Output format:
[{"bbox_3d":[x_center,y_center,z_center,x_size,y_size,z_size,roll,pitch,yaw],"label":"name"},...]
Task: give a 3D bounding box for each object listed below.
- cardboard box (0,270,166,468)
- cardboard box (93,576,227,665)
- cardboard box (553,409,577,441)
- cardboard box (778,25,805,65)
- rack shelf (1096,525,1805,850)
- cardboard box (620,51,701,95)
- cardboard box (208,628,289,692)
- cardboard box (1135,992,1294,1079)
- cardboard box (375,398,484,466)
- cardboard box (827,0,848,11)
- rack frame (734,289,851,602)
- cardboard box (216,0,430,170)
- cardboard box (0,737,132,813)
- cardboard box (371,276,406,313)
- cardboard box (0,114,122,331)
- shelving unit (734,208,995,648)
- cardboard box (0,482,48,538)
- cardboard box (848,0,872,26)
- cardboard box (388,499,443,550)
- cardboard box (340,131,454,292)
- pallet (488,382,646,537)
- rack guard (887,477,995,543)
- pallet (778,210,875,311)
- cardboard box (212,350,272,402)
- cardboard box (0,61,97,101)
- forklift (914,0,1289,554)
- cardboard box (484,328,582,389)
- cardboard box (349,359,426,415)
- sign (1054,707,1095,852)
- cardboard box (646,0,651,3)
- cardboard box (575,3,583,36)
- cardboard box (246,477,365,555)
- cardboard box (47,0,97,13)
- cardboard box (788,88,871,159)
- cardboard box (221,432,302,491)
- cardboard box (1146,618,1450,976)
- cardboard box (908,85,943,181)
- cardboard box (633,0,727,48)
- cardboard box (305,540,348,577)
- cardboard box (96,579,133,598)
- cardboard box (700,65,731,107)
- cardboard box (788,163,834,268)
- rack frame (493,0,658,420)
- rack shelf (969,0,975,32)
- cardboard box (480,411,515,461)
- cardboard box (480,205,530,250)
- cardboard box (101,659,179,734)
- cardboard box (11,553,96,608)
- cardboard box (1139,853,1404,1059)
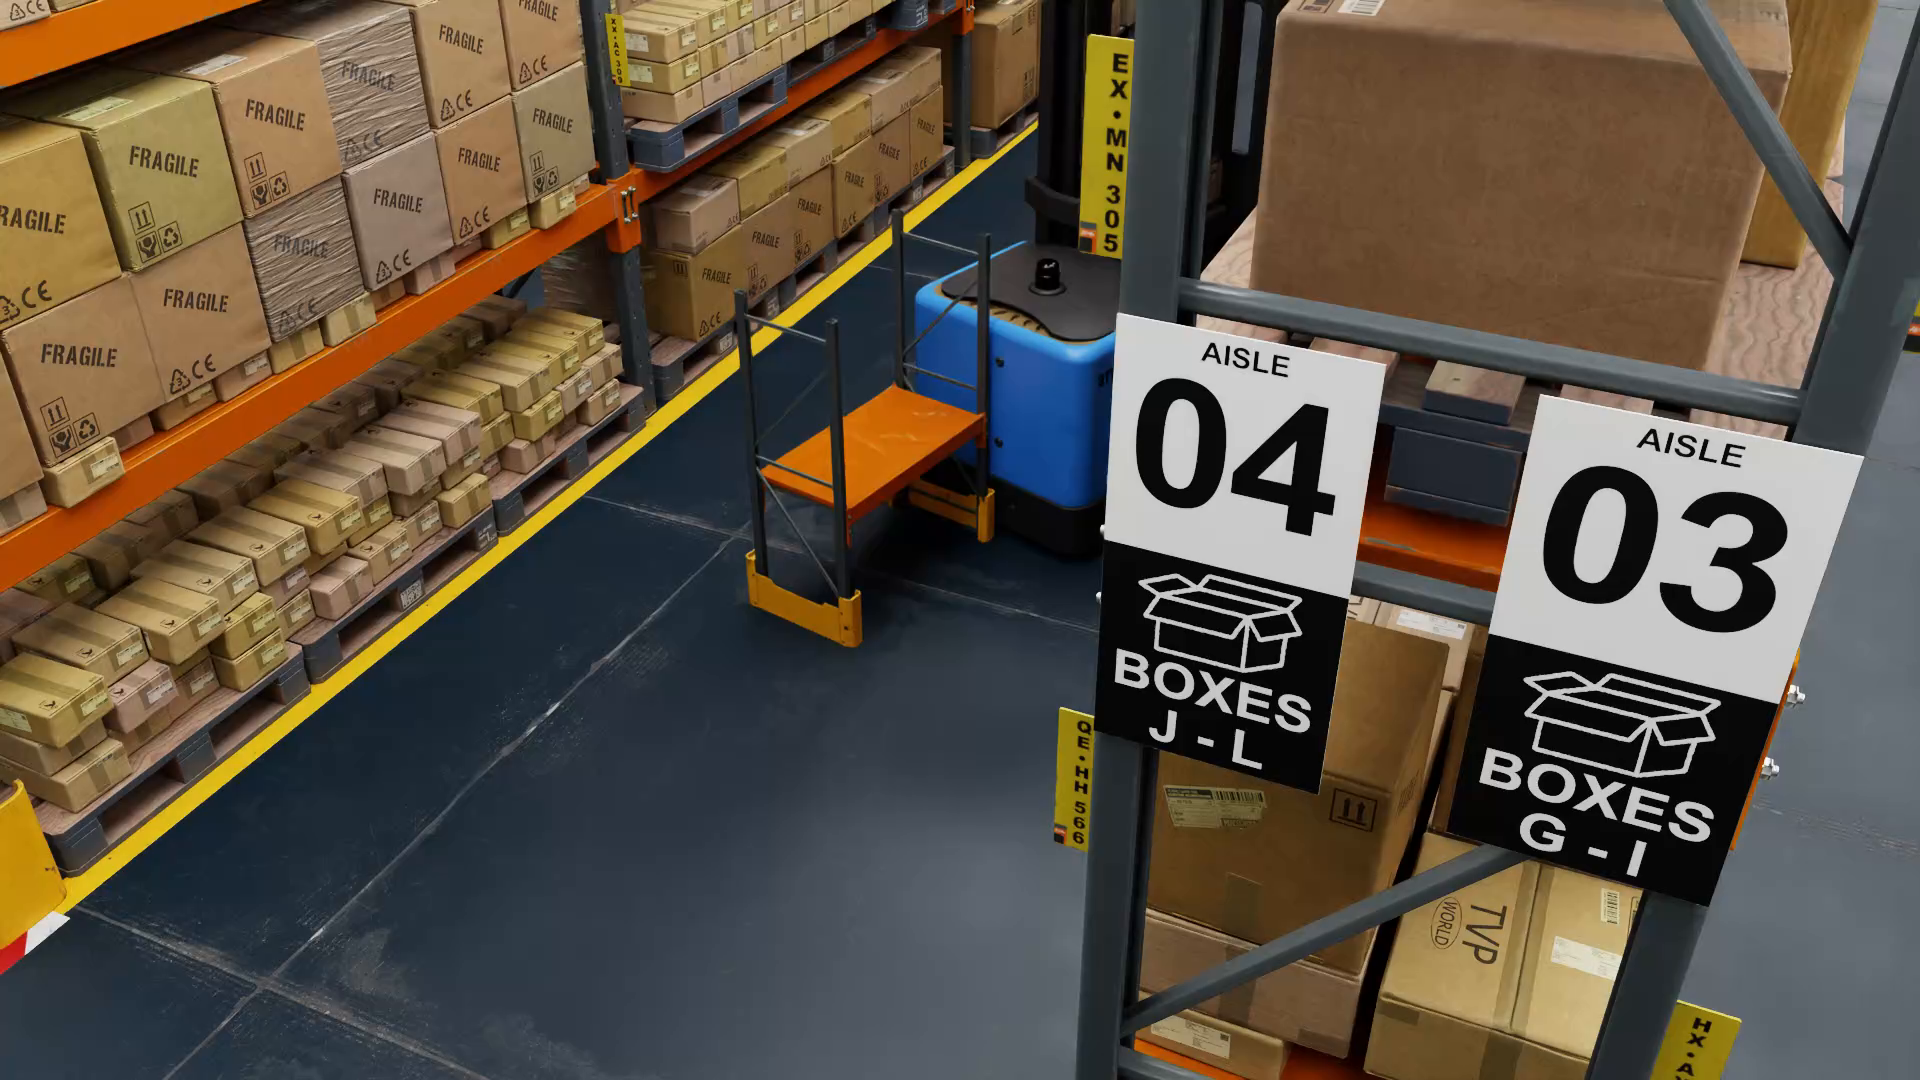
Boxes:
[{"bbox_3d":[-3.112,-0.624,5.604,0.500,0.500,0.500,14,36,21],"label":"cardboard box"},{"bbox_3d":[-2.996,0.299,6.234,0.380,0.149,0.250,14,36,20],"label":"cardboard box"},{"bbox_3d":[-2.117,-0.617,8.173,0.380,0.149,0.250,15,36,22],"label":"cardboard box"},{"bbox_3d":[-1.064,-2.693,8.968,0.380,0.149,0.250,13,35,18],"label":"cardboard box"},{"bbox_3d":[1.548,-0.787,4.135,1.077,0.370,4.000,14,36,20],"label":"rack shelf"},{"bbox_3d":[-1.495,-2.303,8.102,0.380,0.149,0.250,15,36,21],"label":"cardboard box"},{"bbox_3d":[-2.902,0.427,6.580,0.380,0.149,0.250,15,36,21],"label":"cardboard box"},{"bbox_3d":[0.561,1.015,3.695,0.380,0.149,0.250,15,36,21],"label":"cardboard box"},{"bbox_3d":[-2.368,-0.483,7.426,0.380,0.149,0.250,12,35,18],"label":"cardboard box"},{"bbox_3d":[-0.843,-3.082,9.290,0.380,0.149,0.250,13,36,20],"label":"cardboard box"},{"bbox_3d":[-0.671,-0.273,6.799,0.500,1.500,0.032,21,39,29],"label":"rack frame"},{"bbox_3d":[-2.467,-1.795,6.478,0.500,0.500,0.500,15,36,22],"label":"cardboard box"},{"bbox_3d":[-3.241,0.804,6.006,0.380,0.149,0.250,15,36,21],"label":"cardboard box"},{"bbox_3d":[-2.531,-1.064,6.867,0.380,0.149,0.250,14,36,20],"label":"cardboard box"},{"bbox_3d":[-3.117,-1.025,5.303,0.500,0.500,0.500,15,36,22],"label":"cardboard box"},{"bbox_3d":[-0.383,-0.497,7.140,0.587,1.500,1.083,21,39,29],"label":"shelving unit"},{"bbox_3d":[-3.249,-0.143,5.461,0.380,0.149,0.250,15,36,22],"label":"cardboard box"},{"bbox_3d":[-0.735,-3.091,9.575,0.380,0.149,0.250,15,36,22],"label":"cardboard box"},{"bbox_3d":[-2.536,-0.097,7.380,0.380,0.149,0.250,15,36,21],"label":"cardboard box"},{"bbox_3d":[-2.451,-1.372,6.745,0.500,0.500,0.500,14,36,20],"label":"cardboard box"},{"bbox_3d":[-2.327,-0.509,8.333,1.003,0.211,1.213,14,36,20],"label":"pallet"},{"bbox_3d":[-0.096,-0.198,7.823,0.587,0.250,0.087,21,39,29],"label":"rack guard"},{"bbox_3d":[-1.244,-1.849,10.378,1.003,0.211,1.213,14,36,20],"label":"pallet"},{"bbox_3d":[-2.839,-0.671,6.266,0.380,0.149,0.250,13,36,20],"label":"cardboard box"},{"bbox_3d":[-3.364,-1.408,5.887,0.500,0.500,0.500,16,37,23],"label":"cardboard box"},{"bbox_3d":[1.132,-1.888,7.956,1.130,2.935,3.031,26,41,34],"label":"forklift"},{"bbox_3d":[-2.061,-0.876,8.025,0.380,0.149,0.250,15,36,21],"label":"cardboard box"},{"bbox_3d":[-2.729,-0.730,7.802,0.380,0.149,0.250,13,36,19],"label":"cardboard box"},{"bbox_3d":[0.224,0.448,3.059,0.100,0.325,0.005,14,36,20],"label":"sign"},{"bbox_3d":[-1.756,-2.975,8.854,0.380,0.149,0.250,14,36,20],"label":"cardboard box"},{"bbox_3d":[-2.087,-2.581,8.255,0.380,0.149,0.250,16,36,23],"label":"cardboard box"},{"bbox_3d":[-2.691,-0.100,6.842,0.380,0.149,0.250,15,36,21],"label":"cardboard box"},{"bbox_3d":[-2.903,-1.903,5.317,0.500,0.250,0.500,13,35,19],"label":"cardboard box"},{"bbox_3d":[-0.881,-2.549,10.115,0.500,0.250,0.500,15,36,22],"label":"cardboard box"},{"bbox_3d":[-3.087,-0.353,7.227,0.380,0.149,0.250,14,36,21],"label":"cardboard box"},{"bbox_3d":[0.677,0.485,3.457,0.500,0.500,0.500,15,36,21],"label":"cardboard box"},{"bbox_3d":[-0.442,-2.752,11.108,0.500,0.500,0.500,14,36,20],"label":"cardboard box"},{"bbox_3d":[-1.384,-2.568,8.234,0.380,0.149,0.250,15,36,22],"label":"cardboard box"},{"bbox_3d":[-2.804,-0.002,6.963,0.380,0.149,0.250,16,37,23],"label":"cardboard box"},{"bbox_3d":[-3.368,0.169,6.702,0.380,0.149,0.250,14,36,20],"label":"cardboard box"},{"bbox_3d":[-1.384,-2.318,8.396,0.380,0.149,0.250,15,36,21],"label":"cardboard box"},{"bbox_3d":[-1.101,-1.983,9.935,0.500,0.500,0.500,15,36,21],"label":"cardboard box"},{"bbox_3d":[-2.078,-2.017,8.091,1.000,3.000,0.127,14,36,20],"label":"rack frame"},{"bbox_3d":[0.433,-4.705,12.846,1.077,0.370,4.000,14,36,20],"label":"rack shelf"},{"bbox_3d":[-2.313,-0.518,7.750,0.380,0.149,0.250,15,36,21],"label":"cardboard box"},{"bbox_3d":[-2.160,-1.444,7.445,0.380,0.149,0.250,16,36,22],"label":"cardboard box"},{"bbox_3d":[-3.133,0.541,6.134,0.380,0.149,0.250,14,36,20],"label":"cardboard box"},{"bbox_3d":[-3.610,0.151,6.459,0.380,0.149,0.250,13,36,19],"label":"cardboard box"},{"bbox_3d":[0.673,0.799,3.661,0.500,0.250,0.500,14,36,20],"label":"cardboard box"}]
